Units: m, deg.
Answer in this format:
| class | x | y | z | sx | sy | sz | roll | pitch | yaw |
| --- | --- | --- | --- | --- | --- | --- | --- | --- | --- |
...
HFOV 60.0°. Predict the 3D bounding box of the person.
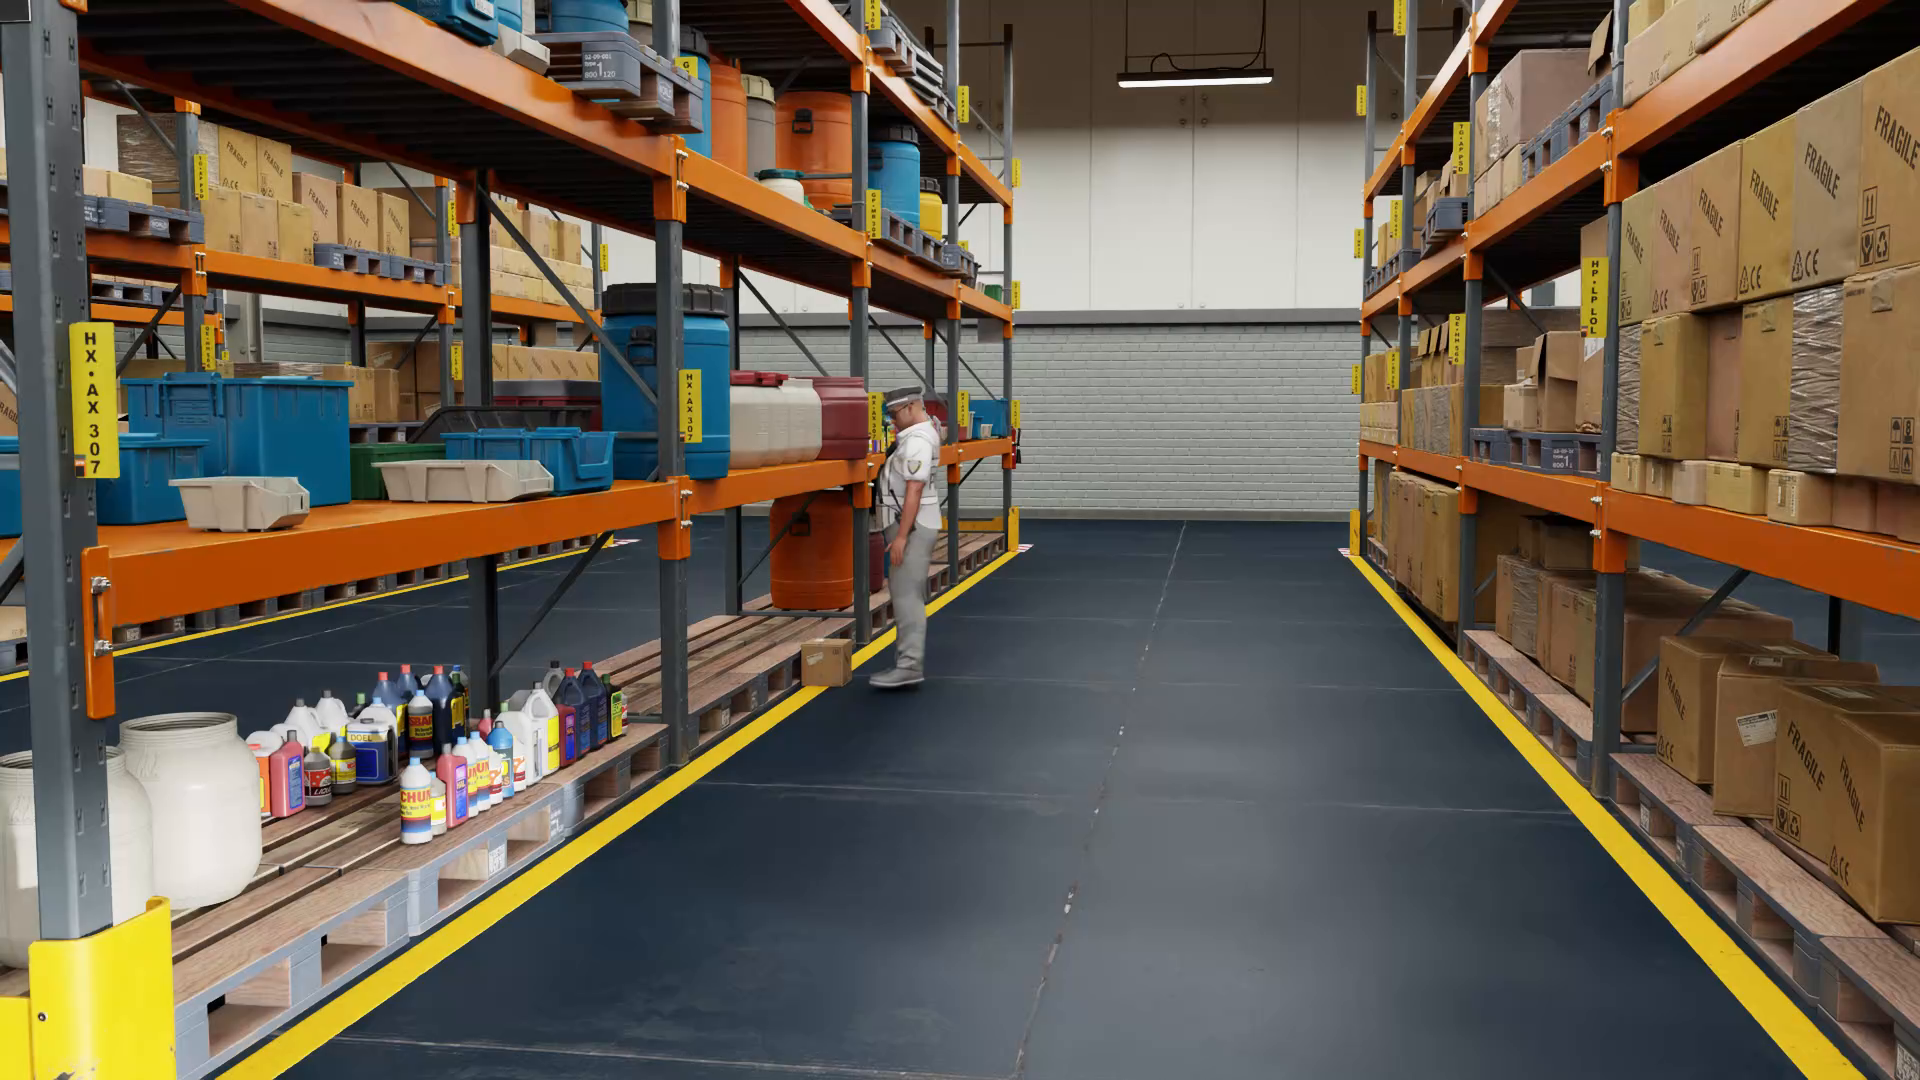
| class | x | y | z | sx | sy | sz | roll | pitch | yaw |
| --- | --- | --- | --- | --- | --- | --- | --- | --- | --- |
| person | -0.326 | -0.014 | 9.743 | 0.453 | 1.775 | 0.618 | 0 | 4 | 2 |
